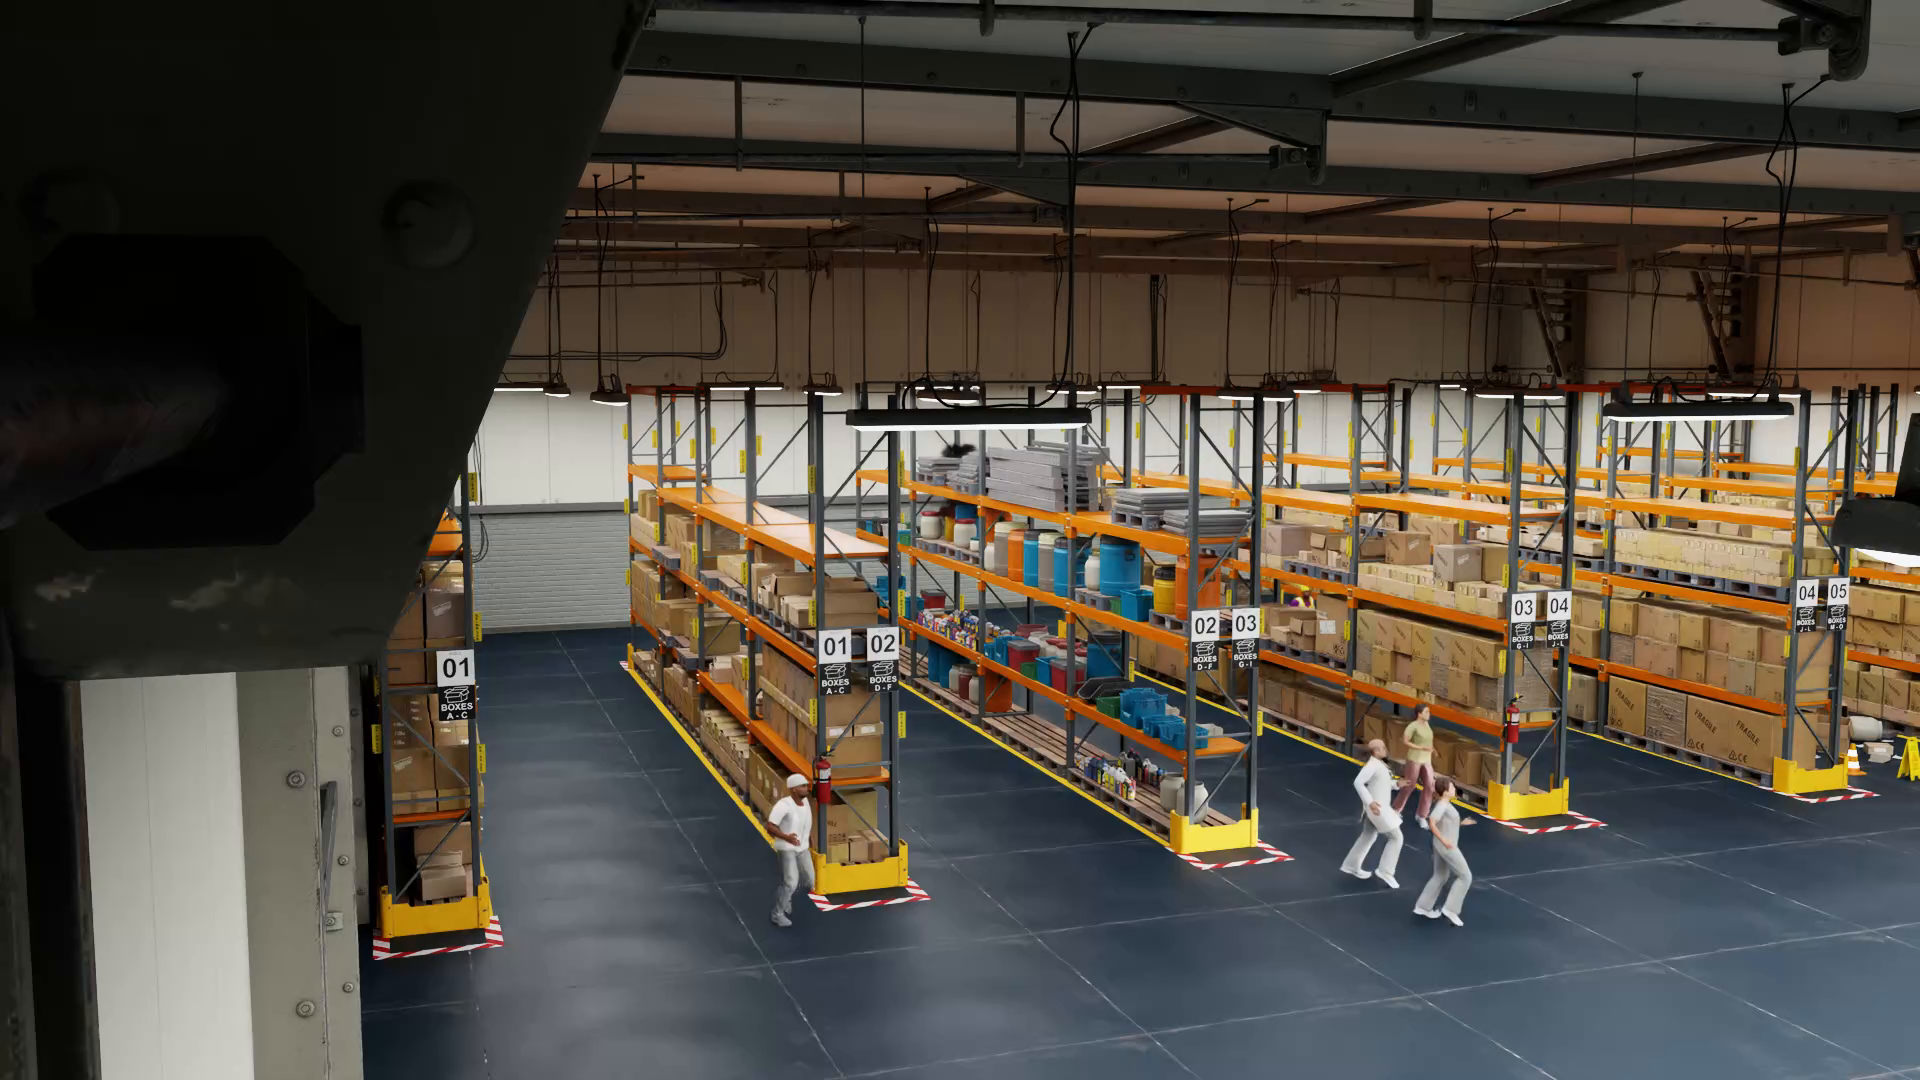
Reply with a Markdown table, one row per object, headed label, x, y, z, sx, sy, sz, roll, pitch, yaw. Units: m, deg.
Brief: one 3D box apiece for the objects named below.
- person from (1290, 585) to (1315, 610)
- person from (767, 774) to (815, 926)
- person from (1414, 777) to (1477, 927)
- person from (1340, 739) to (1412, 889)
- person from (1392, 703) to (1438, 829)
| label | x | y | z | sx | sy | sz | roll | pitch | yaw |
| --- | --- | --- | --- | --- | --- | --- | --- | --- | --- |
| person | 7.274 | 1.818 | 35.356 | 0.725 | 1.755 | 0.965 | -2 | 6 | -19 |
| person | -1.888 | 3.524 | 19.084 | 0.550 | 1.687 | 0.701 | 5 | 8 | 39 |
| person | 5.545 | 3.550 | 18.955 | 0.682 | 1.710 | 0.545 | 1 | 6 | 6 |
| person | 5.107 | 3.373 | 20.390 | 0.831 | 1.801 | 0.668 | 1 | 6 | 8 |
| person | 6.424 | 3.118 | 23.205 | 0.621 | 1.703 | 0.700 | -3 | 7 | -29 |
